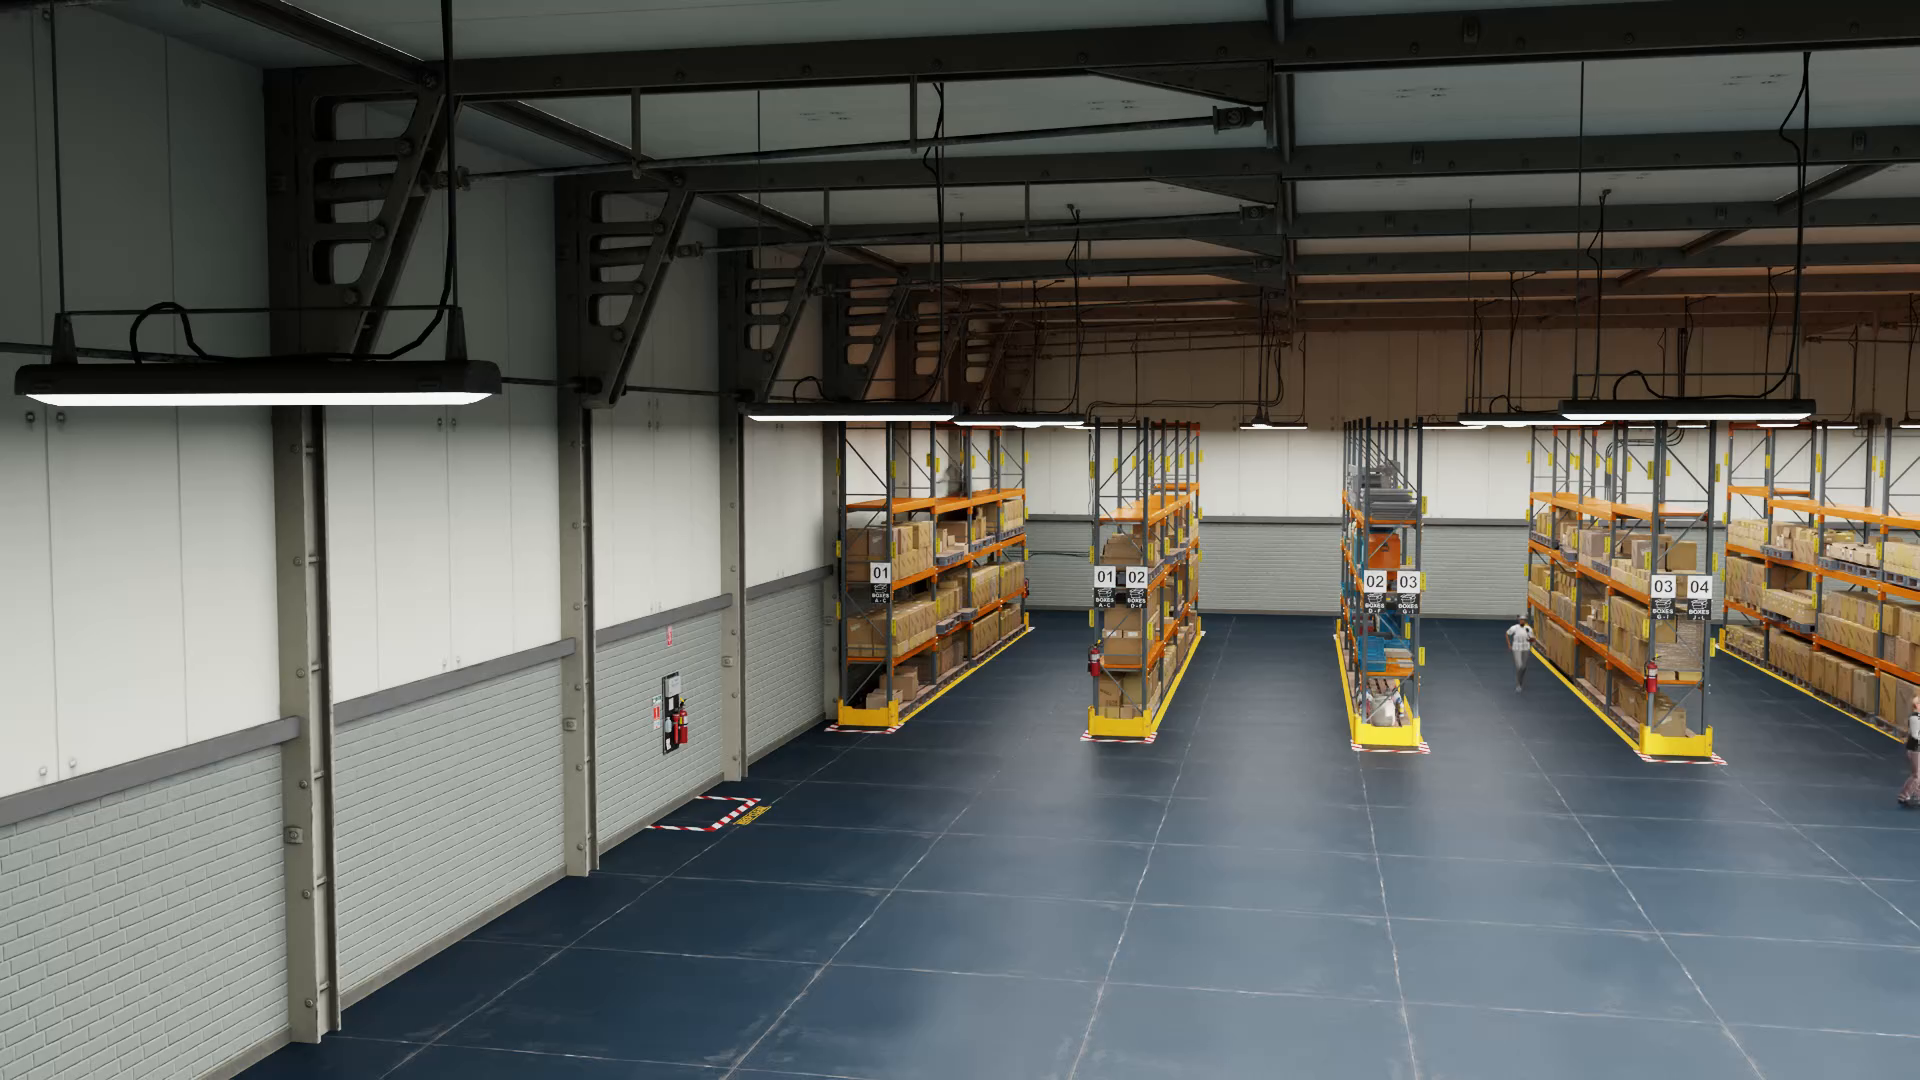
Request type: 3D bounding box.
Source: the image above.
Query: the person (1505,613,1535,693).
[{"bbox_3d":[12.425,2.491,36.845,0.546,1.751,0.770,0,4,-2],"label":"person"}]

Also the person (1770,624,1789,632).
[{"bbox_3d":[21.886,1.979,44.555,0.700,1.708,0.539,-2,4,-32],"label":"person"}]

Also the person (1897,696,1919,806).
[{"bbox_3d":[14.606,3.238,25.195,0.640,1.738,0.669,-3,5,-41],"label":"person"}]
